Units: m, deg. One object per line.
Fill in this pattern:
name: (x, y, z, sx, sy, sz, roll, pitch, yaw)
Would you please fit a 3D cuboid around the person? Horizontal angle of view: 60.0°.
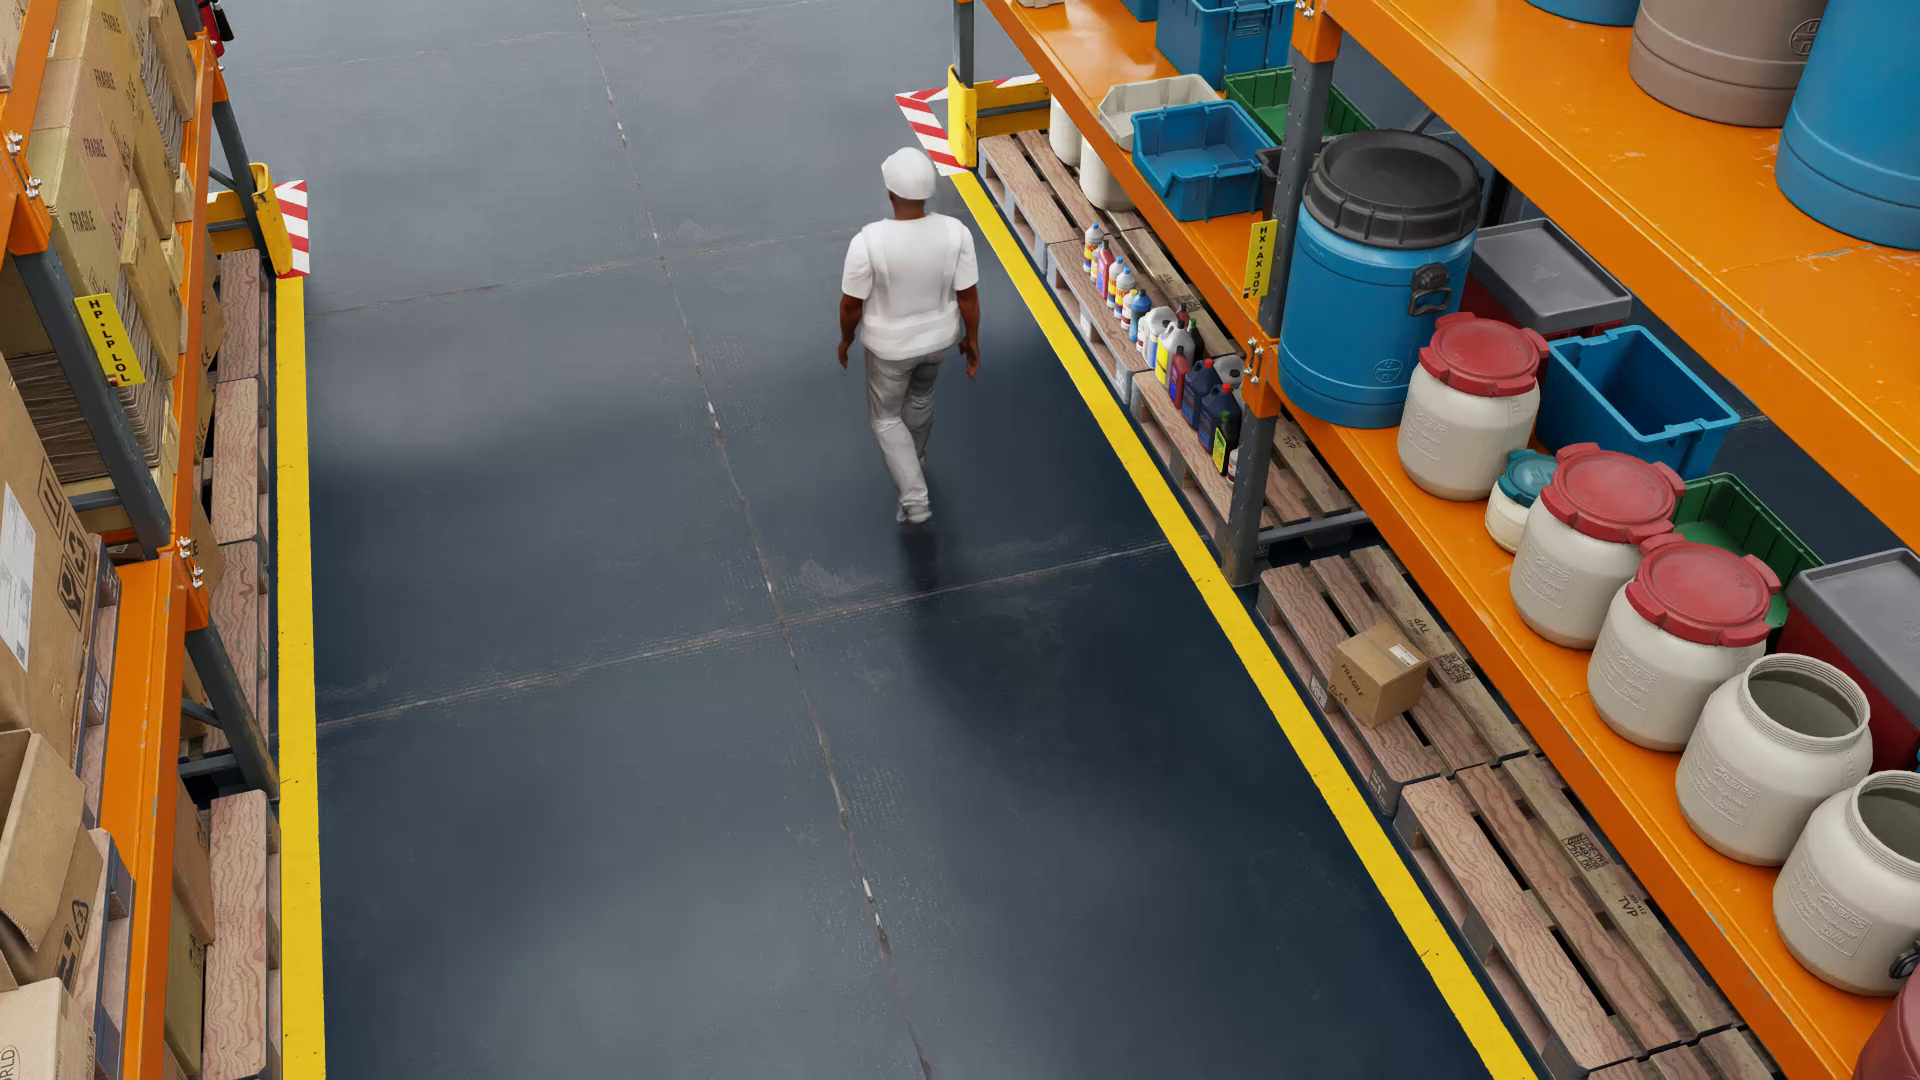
person: (-0.211, -0.846, 7.068, 0.581, 1.748, 0.840, -14, 44, -15)
